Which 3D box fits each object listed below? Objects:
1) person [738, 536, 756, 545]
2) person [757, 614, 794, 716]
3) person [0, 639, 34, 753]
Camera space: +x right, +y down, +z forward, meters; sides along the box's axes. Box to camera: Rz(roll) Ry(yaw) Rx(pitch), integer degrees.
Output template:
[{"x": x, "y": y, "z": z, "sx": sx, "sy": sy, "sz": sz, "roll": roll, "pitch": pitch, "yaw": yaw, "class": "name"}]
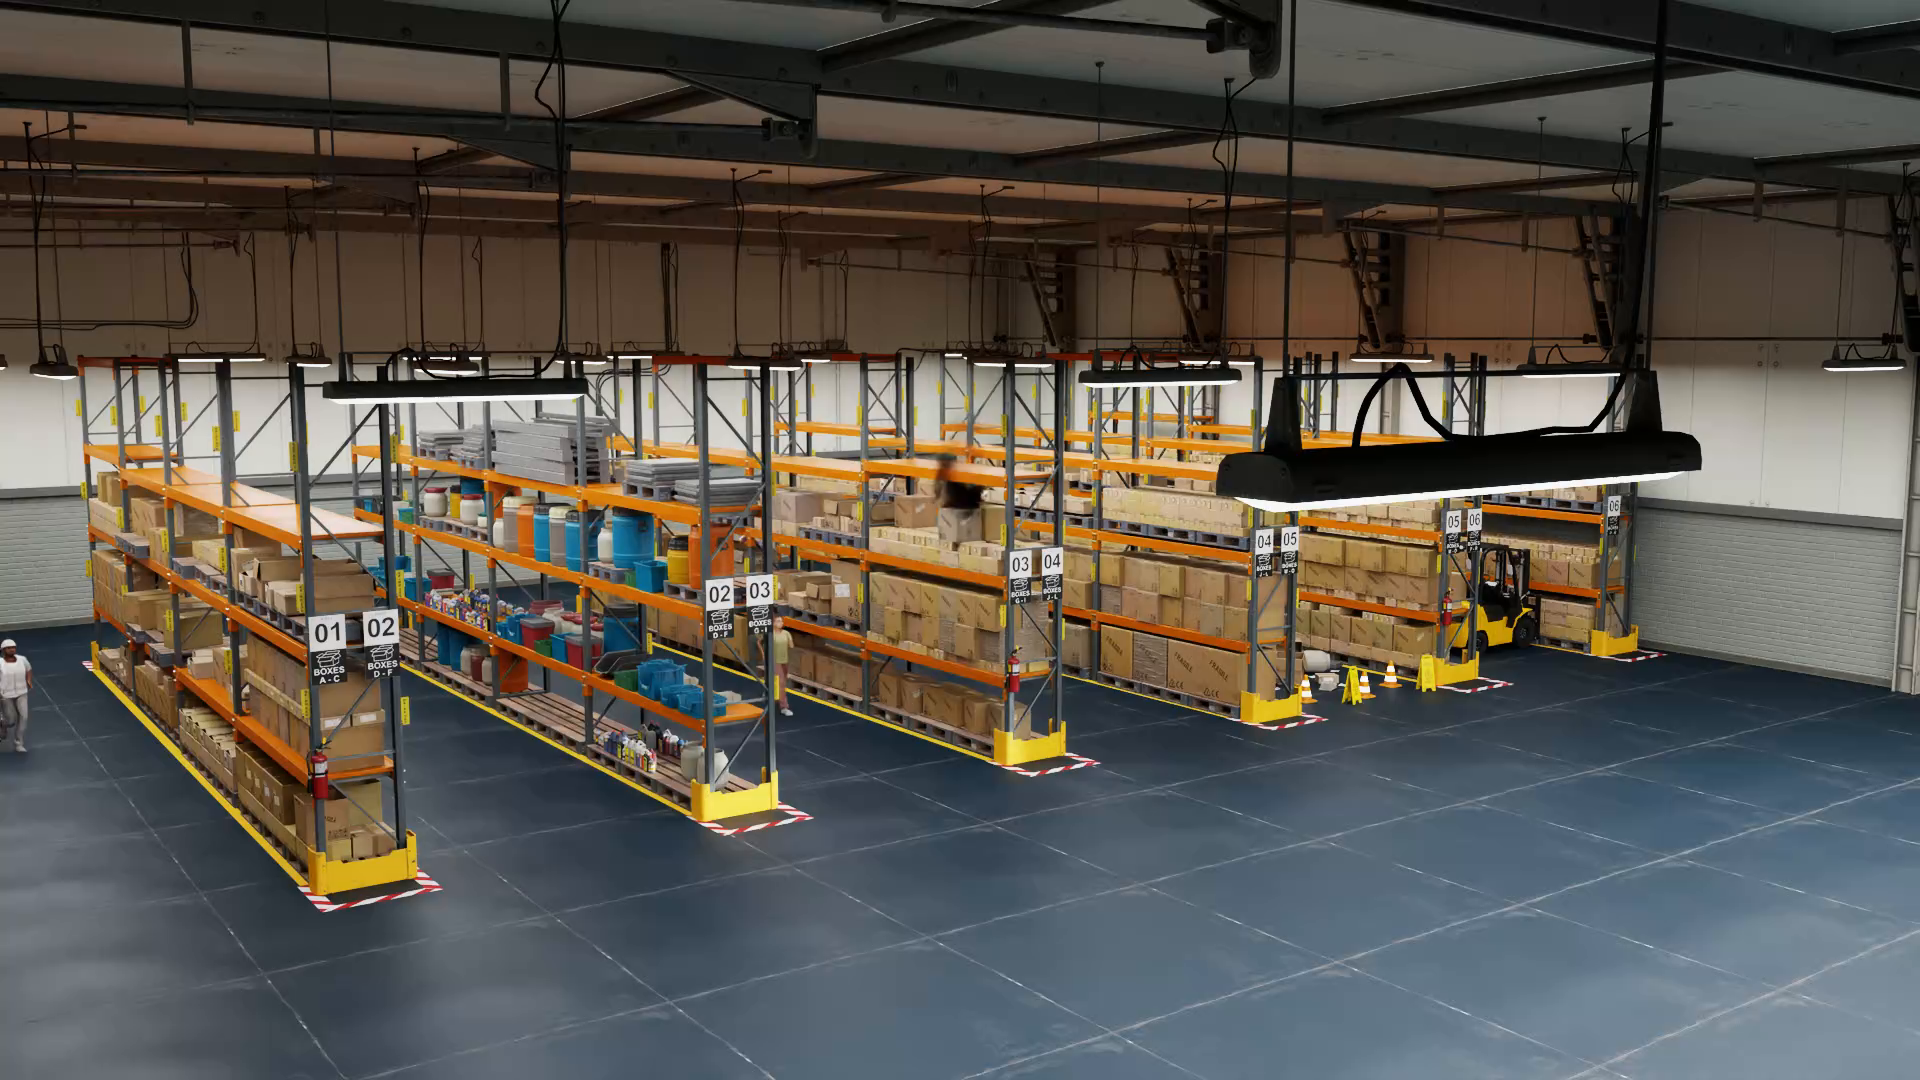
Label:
[{"x": -5.367, "y": 0.514, "z": 41.071, "sx": 0.812, "sy": 1.699, "sz": 0.838, "roll": 4, "pitch": 8, "yaw": 29, "class": "person"}, {"x": -3.066, "y": 2.077, "z": 28.110, "sx": 0.574, "sy": 1.649, "sz": 0.969, "roll": -5, "pitch": 9, "yaw": -38, "class": "person"}, {"x": -14.583, "y": 2.381, "z": 25.585, "sx": 0.758, "sy": 1.738, "sz": 0.699, "roll": 6, "pitch": 9, "yaw": 41, "class": "person"}]
